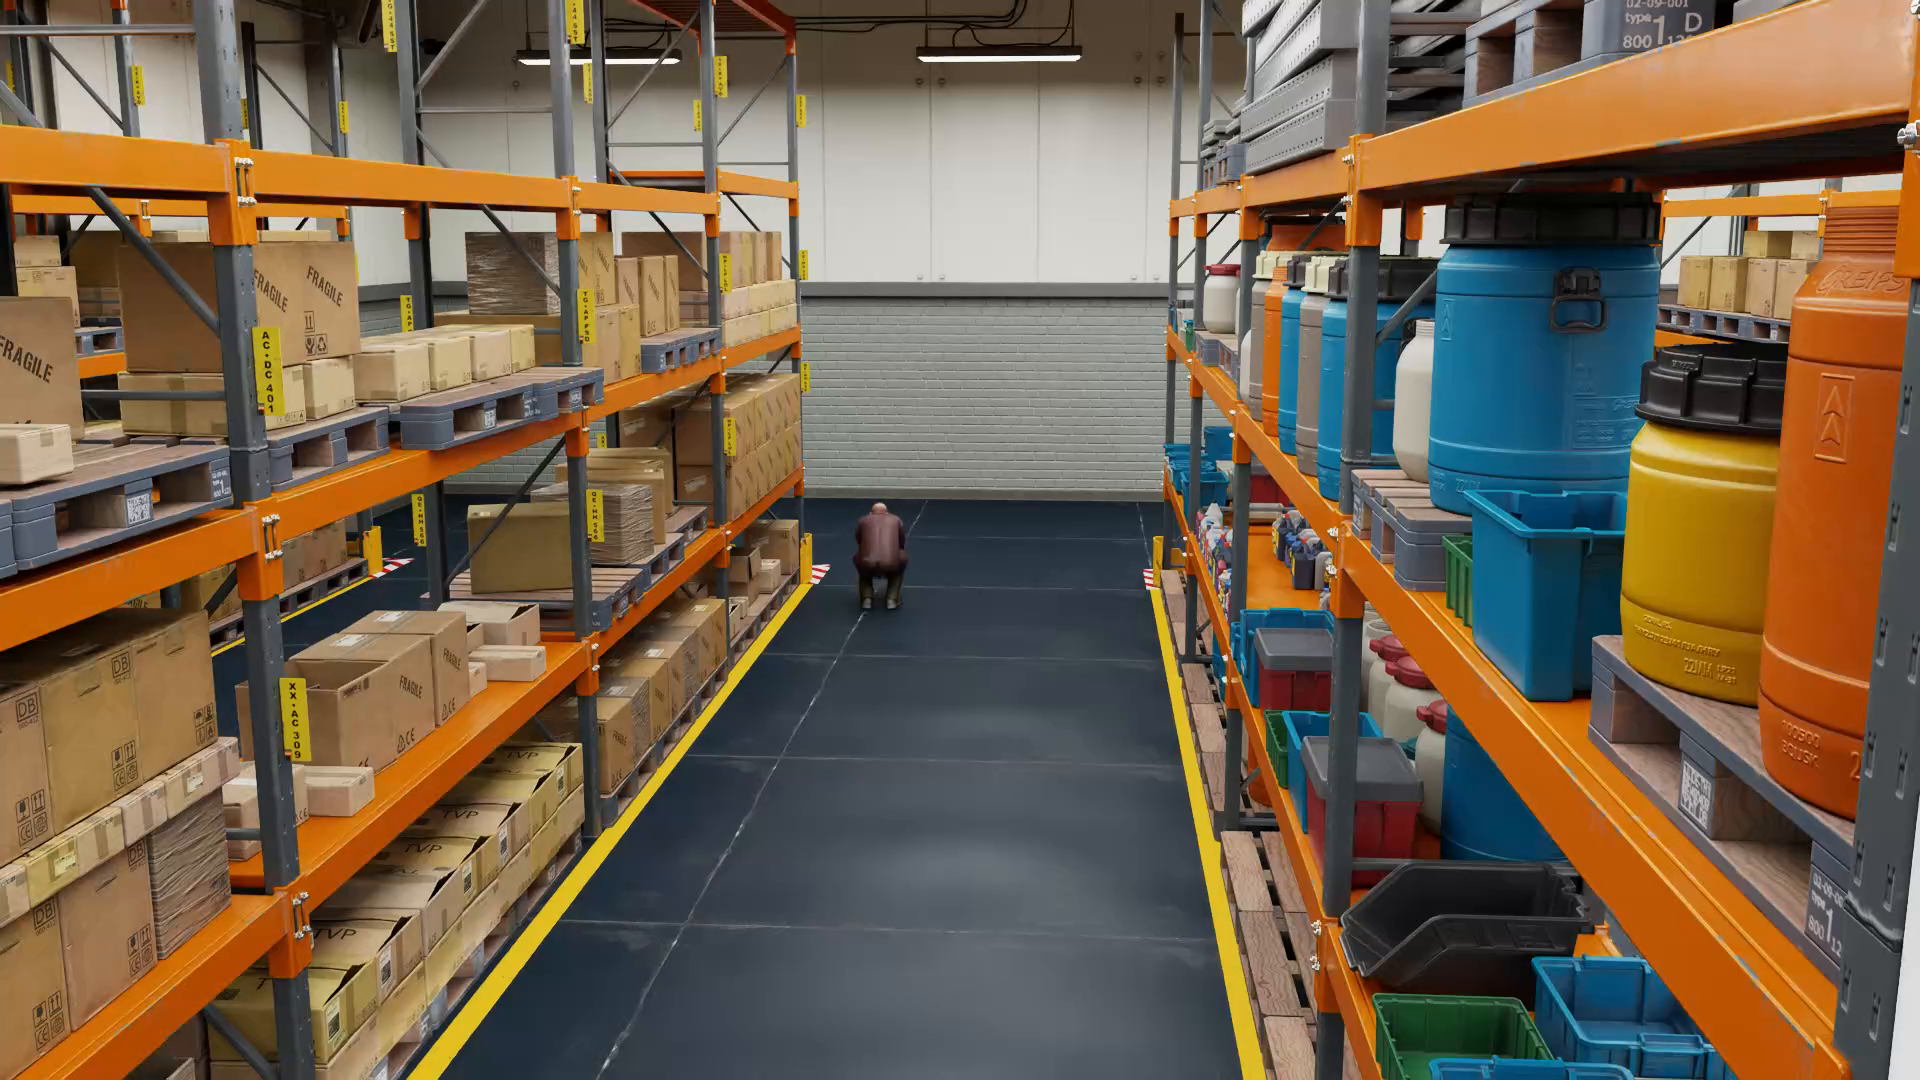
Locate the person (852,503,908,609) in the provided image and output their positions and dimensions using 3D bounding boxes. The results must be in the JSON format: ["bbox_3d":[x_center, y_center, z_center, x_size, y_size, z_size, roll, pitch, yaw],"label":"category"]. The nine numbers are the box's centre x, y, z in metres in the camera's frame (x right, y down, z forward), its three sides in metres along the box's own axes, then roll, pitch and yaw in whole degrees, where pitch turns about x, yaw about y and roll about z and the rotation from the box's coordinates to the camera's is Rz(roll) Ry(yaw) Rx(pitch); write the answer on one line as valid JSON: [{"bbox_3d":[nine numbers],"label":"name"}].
[{"bbox_3d":[-0.816,0.177,17.215,0.580,0.975,0.948,0,11,2],"label":"person"}]
